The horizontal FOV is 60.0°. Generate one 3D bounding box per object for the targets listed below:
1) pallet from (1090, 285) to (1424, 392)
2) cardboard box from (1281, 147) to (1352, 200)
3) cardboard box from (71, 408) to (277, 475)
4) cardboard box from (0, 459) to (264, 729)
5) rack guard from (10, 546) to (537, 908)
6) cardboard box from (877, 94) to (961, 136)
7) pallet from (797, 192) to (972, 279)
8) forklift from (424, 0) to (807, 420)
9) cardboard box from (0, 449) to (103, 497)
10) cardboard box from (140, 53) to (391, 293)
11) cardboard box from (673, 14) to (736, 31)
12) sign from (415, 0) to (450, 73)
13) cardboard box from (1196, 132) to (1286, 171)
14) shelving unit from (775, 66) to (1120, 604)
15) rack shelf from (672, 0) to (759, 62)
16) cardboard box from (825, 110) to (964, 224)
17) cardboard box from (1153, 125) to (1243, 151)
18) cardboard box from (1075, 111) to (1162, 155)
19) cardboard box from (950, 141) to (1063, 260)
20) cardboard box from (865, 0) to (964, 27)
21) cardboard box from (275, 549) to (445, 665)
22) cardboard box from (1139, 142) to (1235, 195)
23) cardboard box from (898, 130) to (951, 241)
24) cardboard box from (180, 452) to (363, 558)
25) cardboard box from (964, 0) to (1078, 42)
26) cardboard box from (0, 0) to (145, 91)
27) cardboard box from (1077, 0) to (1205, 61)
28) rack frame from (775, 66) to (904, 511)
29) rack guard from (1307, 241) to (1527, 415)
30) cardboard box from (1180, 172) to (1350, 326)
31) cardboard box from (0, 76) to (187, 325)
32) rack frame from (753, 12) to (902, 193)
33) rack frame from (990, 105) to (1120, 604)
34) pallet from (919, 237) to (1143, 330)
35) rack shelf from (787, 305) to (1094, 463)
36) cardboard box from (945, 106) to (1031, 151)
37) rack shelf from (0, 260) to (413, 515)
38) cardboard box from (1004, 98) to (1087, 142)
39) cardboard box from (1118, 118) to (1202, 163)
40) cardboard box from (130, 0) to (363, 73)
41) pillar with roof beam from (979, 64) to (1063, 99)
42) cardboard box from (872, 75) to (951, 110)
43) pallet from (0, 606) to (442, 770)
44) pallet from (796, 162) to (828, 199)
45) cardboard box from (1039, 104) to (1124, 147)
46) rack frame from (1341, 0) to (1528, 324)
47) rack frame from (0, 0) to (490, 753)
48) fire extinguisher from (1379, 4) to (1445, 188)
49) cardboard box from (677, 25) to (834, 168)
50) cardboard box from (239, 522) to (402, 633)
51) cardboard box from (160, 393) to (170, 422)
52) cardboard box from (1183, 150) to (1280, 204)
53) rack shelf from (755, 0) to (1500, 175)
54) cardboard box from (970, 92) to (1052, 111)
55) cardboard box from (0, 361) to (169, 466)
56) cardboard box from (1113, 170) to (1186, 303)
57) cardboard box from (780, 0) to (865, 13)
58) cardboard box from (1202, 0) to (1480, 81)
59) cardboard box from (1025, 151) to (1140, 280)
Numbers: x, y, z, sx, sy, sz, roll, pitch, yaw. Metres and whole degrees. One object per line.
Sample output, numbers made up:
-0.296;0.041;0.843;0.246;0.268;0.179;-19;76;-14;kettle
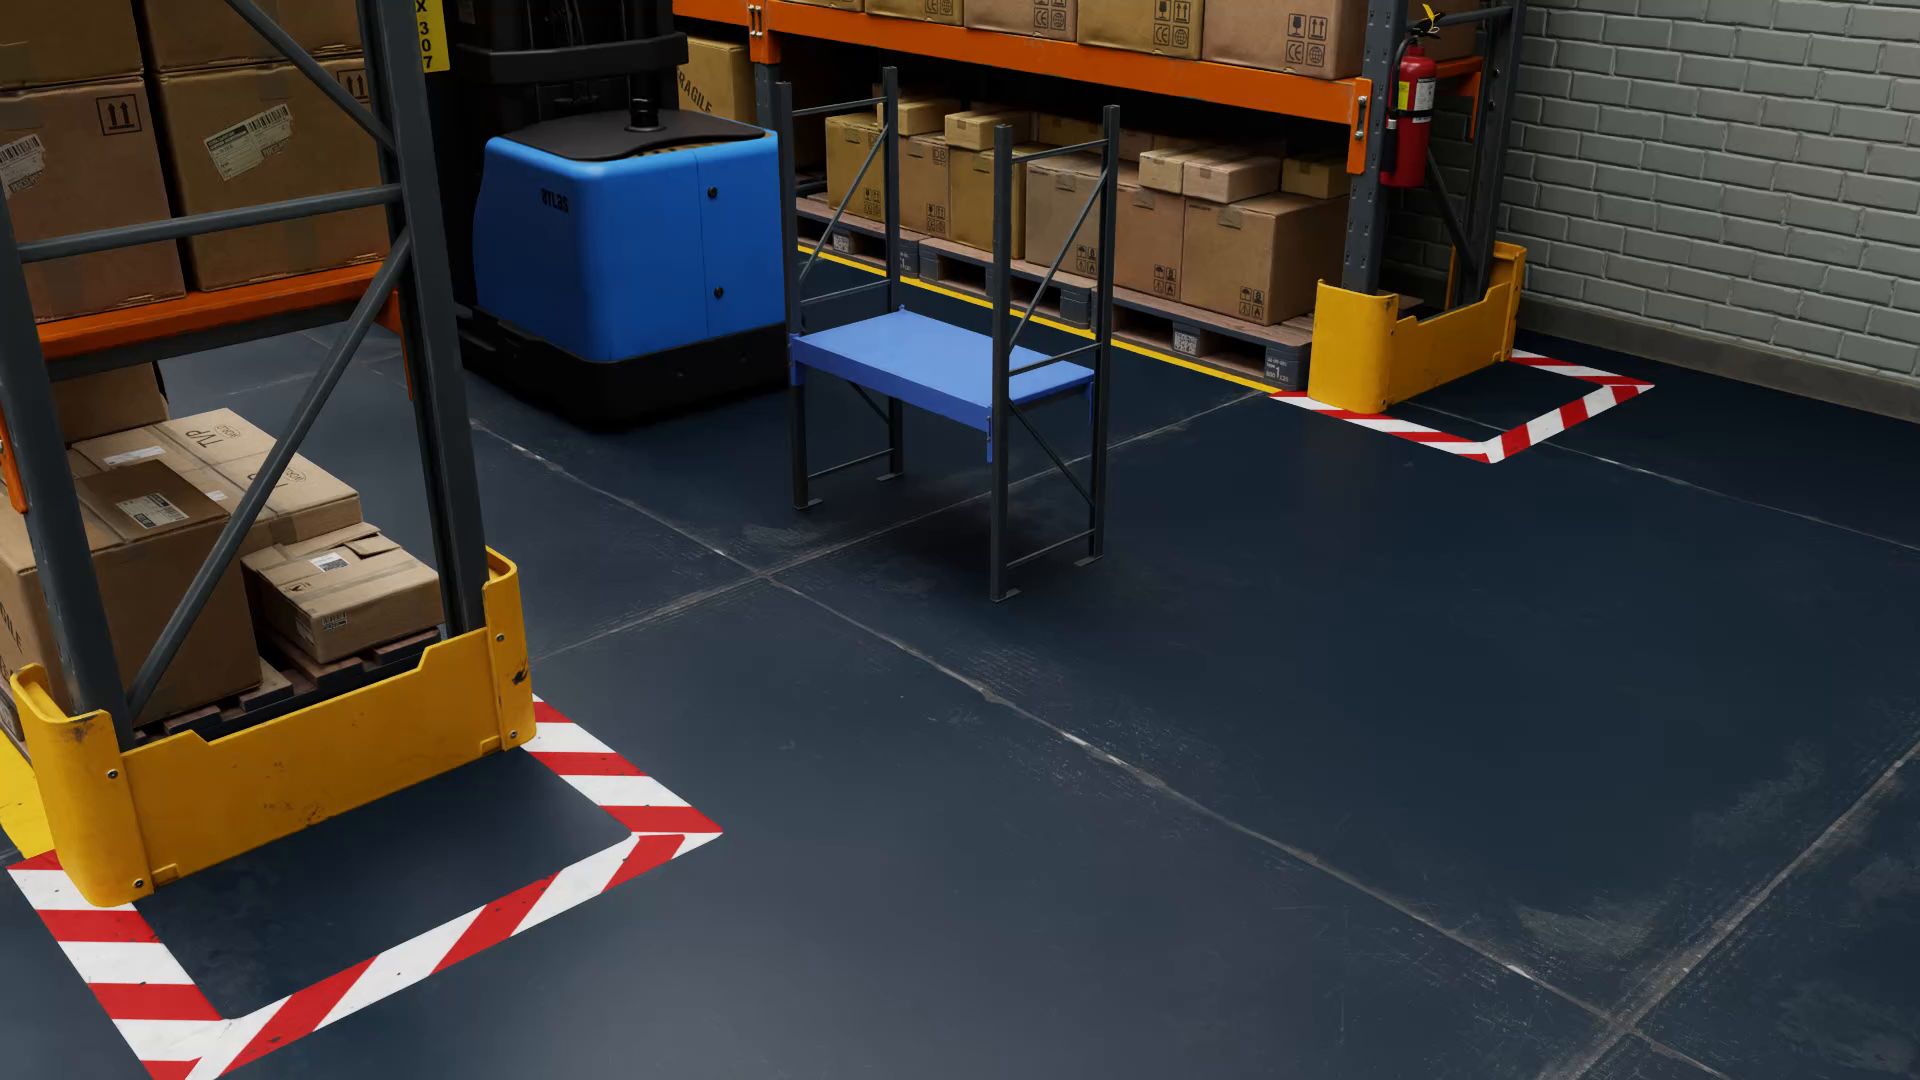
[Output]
1.378;-1.049;7.796;1.003;0.211;1.213;-21;32;-38;pallet
1.662;-1.650;7.476;0.380;0.149;0.250;-21;32;-38;cardboard box
-2.480;-0.189;5.333;0.500;0.250;0.500;-21;32;-38;cardboard box
-2.183;0.151;4.288;0.500;0.500;0.500;-21;32;-38;cardboard box
-1.684;0.423;4.222;1.175;0.500;0.348;-21;32;-38;rack guard
-0.215;-2.248;8.787;0.380;0.149;0.250;-20;31;-37;cardboard box
-0.290;-1.789;9.417;1.003;0.211;1.213;-21;32;-38;pallet
-1.996;-2.348;7.365;1.130;2.935;3.031;-19;31;-36;forklift
-2.811;-0.032;4.989;0.500;0.250;0.500;-21;32;-38;cardboard box
-1.743;-0.946;4.090;0.500;0.500;0.500;-20;32;-37;cardboard box
-1.901;-2.952;10.690;0.750;0.750;0.750;-20;31;-37;cardboard box
-1.236;-1.240;3.810;0.100;0.325;0.005;-21;32;-38;sign
1.315;-1.803;7.812;0.380;0.149;0.250;-21;32;-38;cardboard box
-0.058;-0.708;5.495;0.538;1.500;1.048;-21;32;-38;shelving unit
-2.119;-3.589;10.869;1.077;0.370;4.000;-21;32;-38;rack shelf
-0.316;-2.108;9.263;0.700;0.500;0.500;-21;32;-38;cardboard box
1.144;-1.879;7.979;0.380;0.149;0.250;-21;32;-38;cardboard box
0.794;-2.033;8.317;0.380;0.149;0.250;-21;32;-38;cardboard box
0.374;-1.799;8.585;0.700;0.500;0.500;-20;31;-37;cardboard box
0.101;-3.055;8.471;0.980;0.700;0.700;-22;33;-40;cardboard box
-1.667;0.181;4.644;0.380;0.149;0.250;-21;32;-38;cardboard box
1.034;-1.695;7.576;0.380;0.149;0.250;-20;31;-37;cardboard box
0.025;-1.955;8.927;0.700;0.500;0.500;-22;32;-39;cardboard box
-2.138;-0.038;5.001;0.500;0.250;0.500;-21;32;-38;cardboard box
0.606;-2.837;7.994;0.700;0.700;0.980;22;32;39;cardboard box
-2.137;-1.249;3.549;0.500;0.500;0.500;-22;32;-39;cardboard box
1.120;-2.604;7.482;0.980;0.700;0.700;-22;32;-39;cardboard box
-0.406;-0.862;5.833;0.500;1.500;0.032;-21;32;-38;rack frame
1.998;-0.954;7.238;1.175;0.500;0.348;-21;32;-38;rack guard
1.430;-1.336;7.569;0.700;0.500;0.500;-21;32;-38;cardboard box
-2.137;-0.796;3.760;0.500;0.500;0.500;-20;31;-37;cardboard box
-0.752;-3.310;9.392;1.000;3.000;0.127;-21;32;-38;rack frame
0.289;-0.554;5.158;0.500;1.500;0.032;-21;32;-38;rack frame
0.548;-1.419;8.606;1.003;0.211;1.213;-21;32;-38;pallet
-0.058;-0.545;5.570;0.538;0.185;1.000;-21;32;-38;rack shelf
0.142;-2.090;8.441;0.380;0.149;0.250;-22;33;-40;cardboard box
-2.999;-0.970;5.130;1.077;0.370;4.000;-21;32;-38;rack shelf
0.444;-2.188;8.656;0.380;0.149;0.250;-21;32;-38;cardboard box
0.970;-1.956;8.147;0.380;0.149;0.250;-21;32;-38;cardboard box
-1.743;-1.401;3.883;0.500;0.500;0.500;-20;31;-37;cardboard box
-2.785;-4.851;5.542;9.100;9.000;0.400;-21;32;-38;pillar with roof beam
-0.270;-2.504;9.348;0.380;0.149;0.250;-21;32;-39;cardboard box
-2.229;0.313;4.810;1.003;0.211;1.213;-21;32;-38;pallet
-1.335;-2.254;10.436;1.003;0.211;1.213;-21;32;-38;pallet
0.621;-2.110;8.485;0.380;0.149;0.250;-22;32;-39;cardboard box
1.982;-2.098;6.735;1.000;3.000;0.127;-21;32;-38;rack frame
-1.632;-0.692;3.652;1.000;3.000;0.127;-21;32;-38;rack frame
1.748;-1.717;6.441;0.296;0.674;0.183;-21;32;-38;fire extinguisher
-1.291;-2.683;10.101;0.750;0.750;0.750;-21;32;-38;cardboard box
-1.838;0.097;4.807;0.380;0.166;0.250;-21;32;-38;cardboard box
-3.257;-0.561;6.075;0.500;0.311;0.500;-21;32;-38;cardboard box
1.209;-1.618;7.407;0.380;0.149;0.250;-22;32;-39;cardboard box
0.615;-2.377;8.213;1.077;0.370;4.000;-21;32;-38;rack shelf
0.272;-2.265;8.825;0.380;0.149;0.250;-23;33;-40;cardboard box
-3.078;-0.400;5.491;0.797;0.503;0.637;-21;32;-38;cardboard box
1.088;-1.487;7.902;0.700;0.500;0.500;-21;32;-39;cardboard box
-0.393;-3.277;8.959;0.980;0.700;0.700;-21;32;-38;cardboard box
1.626;-2.386;7.005;0.980;0.700;0.700;-20;31;-36;cardboard box
0.744;-1.639;8.235;0.500;0.500;0.700;23;33;40;cardboard box
